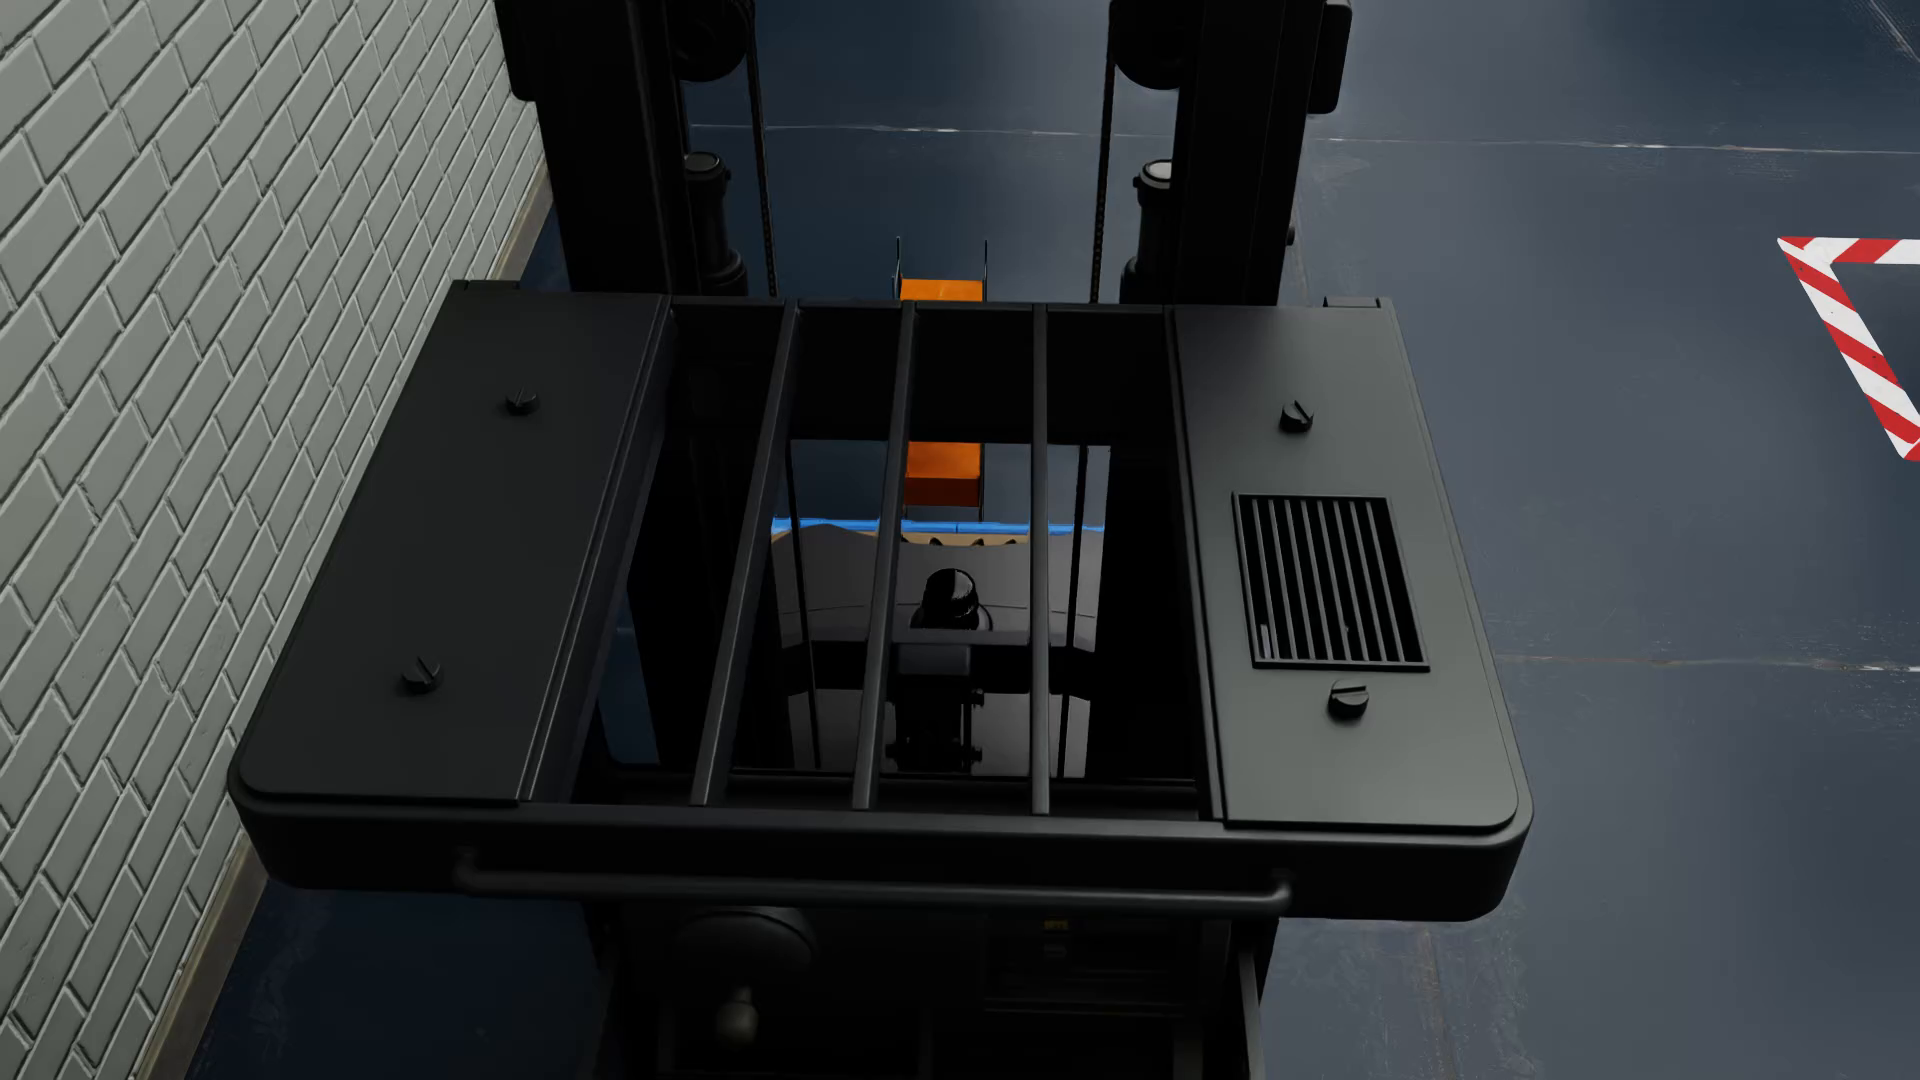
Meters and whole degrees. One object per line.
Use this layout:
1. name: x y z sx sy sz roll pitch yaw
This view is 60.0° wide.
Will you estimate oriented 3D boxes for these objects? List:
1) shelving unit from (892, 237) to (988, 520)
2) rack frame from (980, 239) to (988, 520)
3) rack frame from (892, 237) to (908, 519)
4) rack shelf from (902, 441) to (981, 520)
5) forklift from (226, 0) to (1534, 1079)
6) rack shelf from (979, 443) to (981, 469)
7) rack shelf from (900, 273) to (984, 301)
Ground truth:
1. shelving unit: -0.053 -0.386 4.894 0.252 1.050 0.215 2 43 2
2. rack frame: 0.068 -0.382 4.890 0.008 1.050 0.200 2 43 2
3. rack frame: -0.175 -0.390 4.898 0.008 1.050 0.200 2 43 2
4. rack shelf: -0.053 -0.175 5.091 0.240 0.259 0.215 2 43 2
5. forklift: -0.057 0.671 2.380 1.130 2.935 3.031 1 43 1
6. rack shelf: -0.053 -0.378 4.901 0.240 0.259 0.215 2 43 2
7. rack shelf: -0.053 -0.586 4.708 0.240 0.259 0.215 2 43 2
